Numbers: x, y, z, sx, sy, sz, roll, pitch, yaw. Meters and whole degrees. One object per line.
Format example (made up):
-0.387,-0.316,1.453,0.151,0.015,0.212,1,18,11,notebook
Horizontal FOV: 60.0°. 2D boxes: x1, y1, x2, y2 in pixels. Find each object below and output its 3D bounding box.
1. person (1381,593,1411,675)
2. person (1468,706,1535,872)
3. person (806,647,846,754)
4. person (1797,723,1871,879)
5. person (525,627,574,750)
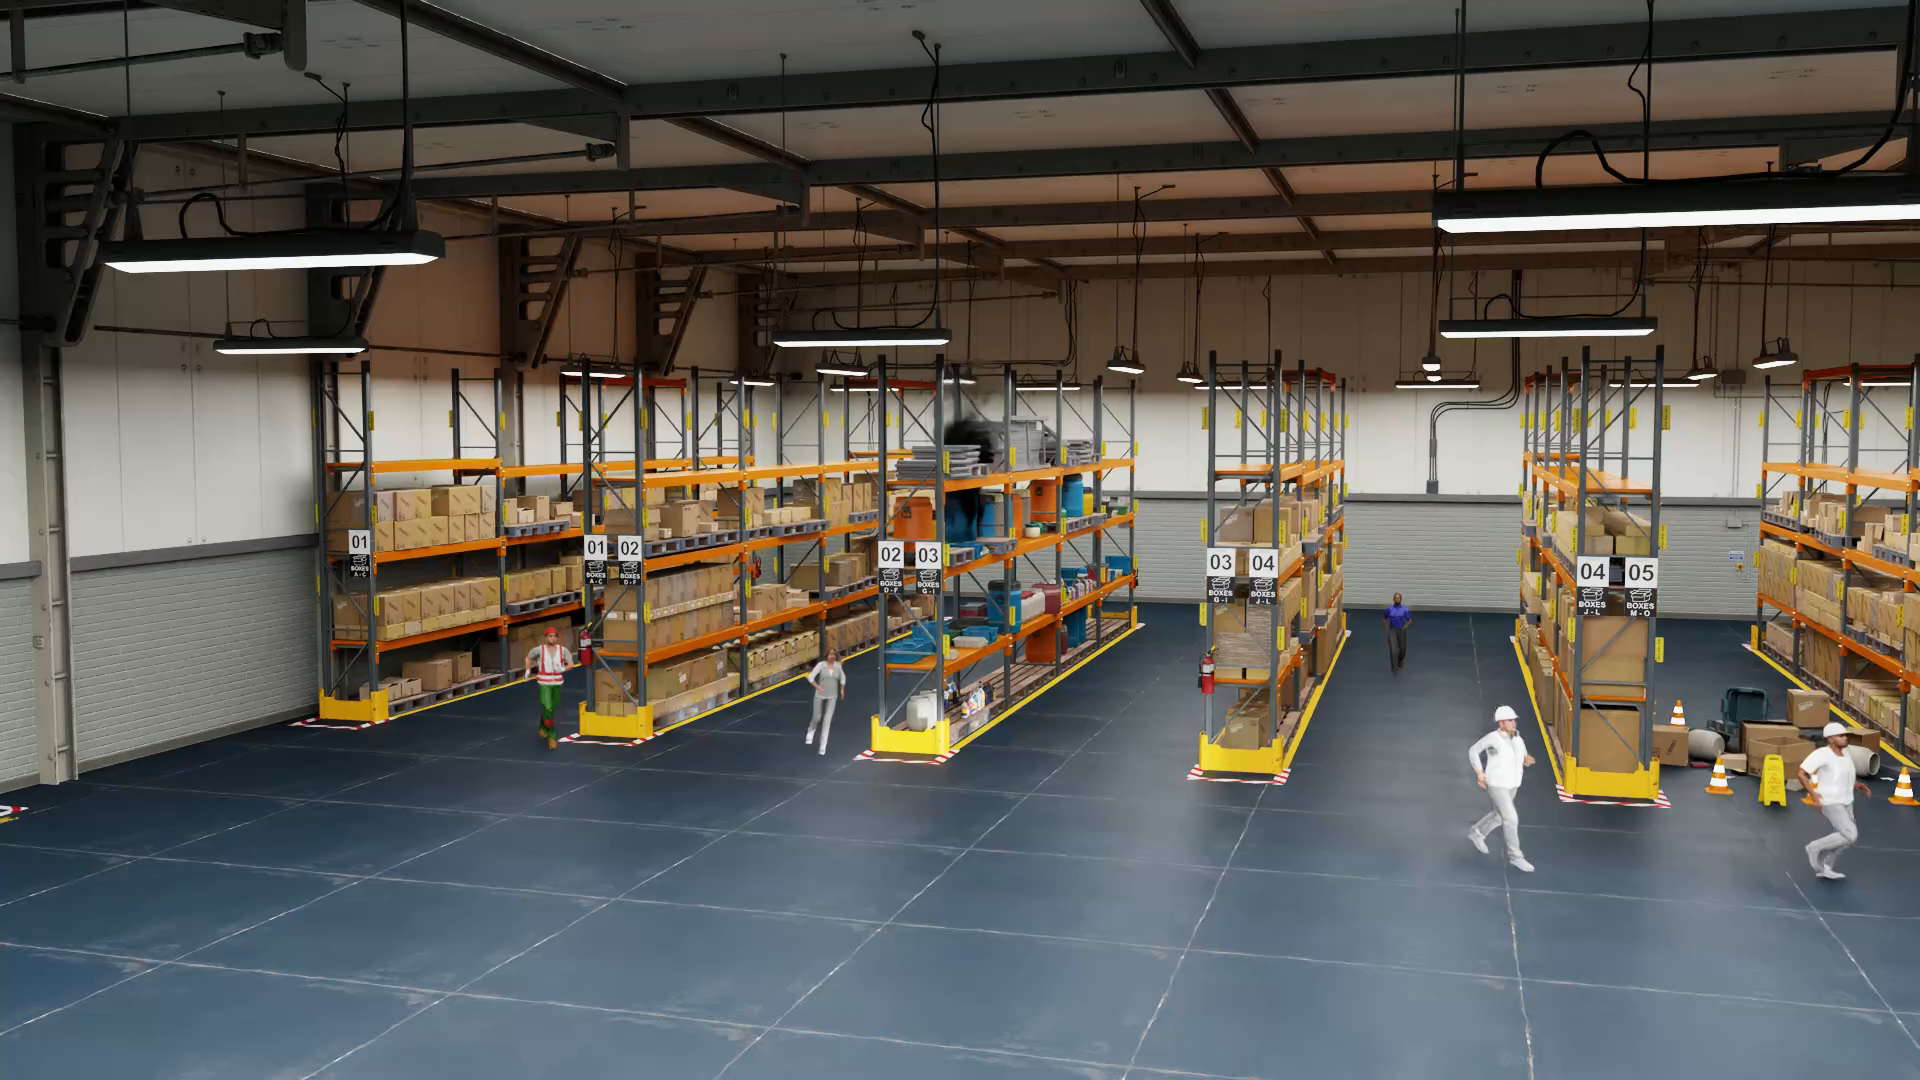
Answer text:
8.622,1.850,32.864,0.580,1.607,0.629,1,4,13,person
6.091,2.750,18.717,0.636,1.779,0.953,-3,5,-34,person
-2.013,2.404,25.251,0.605,1.563,0.876,-1,4,-12,person
9.550,2.855,18.073,0.703,1.728,0.585,-2,5,-31,person
-6.335,2.261,25.719,0.742,1.815,0.916,-3,5,-35,person
